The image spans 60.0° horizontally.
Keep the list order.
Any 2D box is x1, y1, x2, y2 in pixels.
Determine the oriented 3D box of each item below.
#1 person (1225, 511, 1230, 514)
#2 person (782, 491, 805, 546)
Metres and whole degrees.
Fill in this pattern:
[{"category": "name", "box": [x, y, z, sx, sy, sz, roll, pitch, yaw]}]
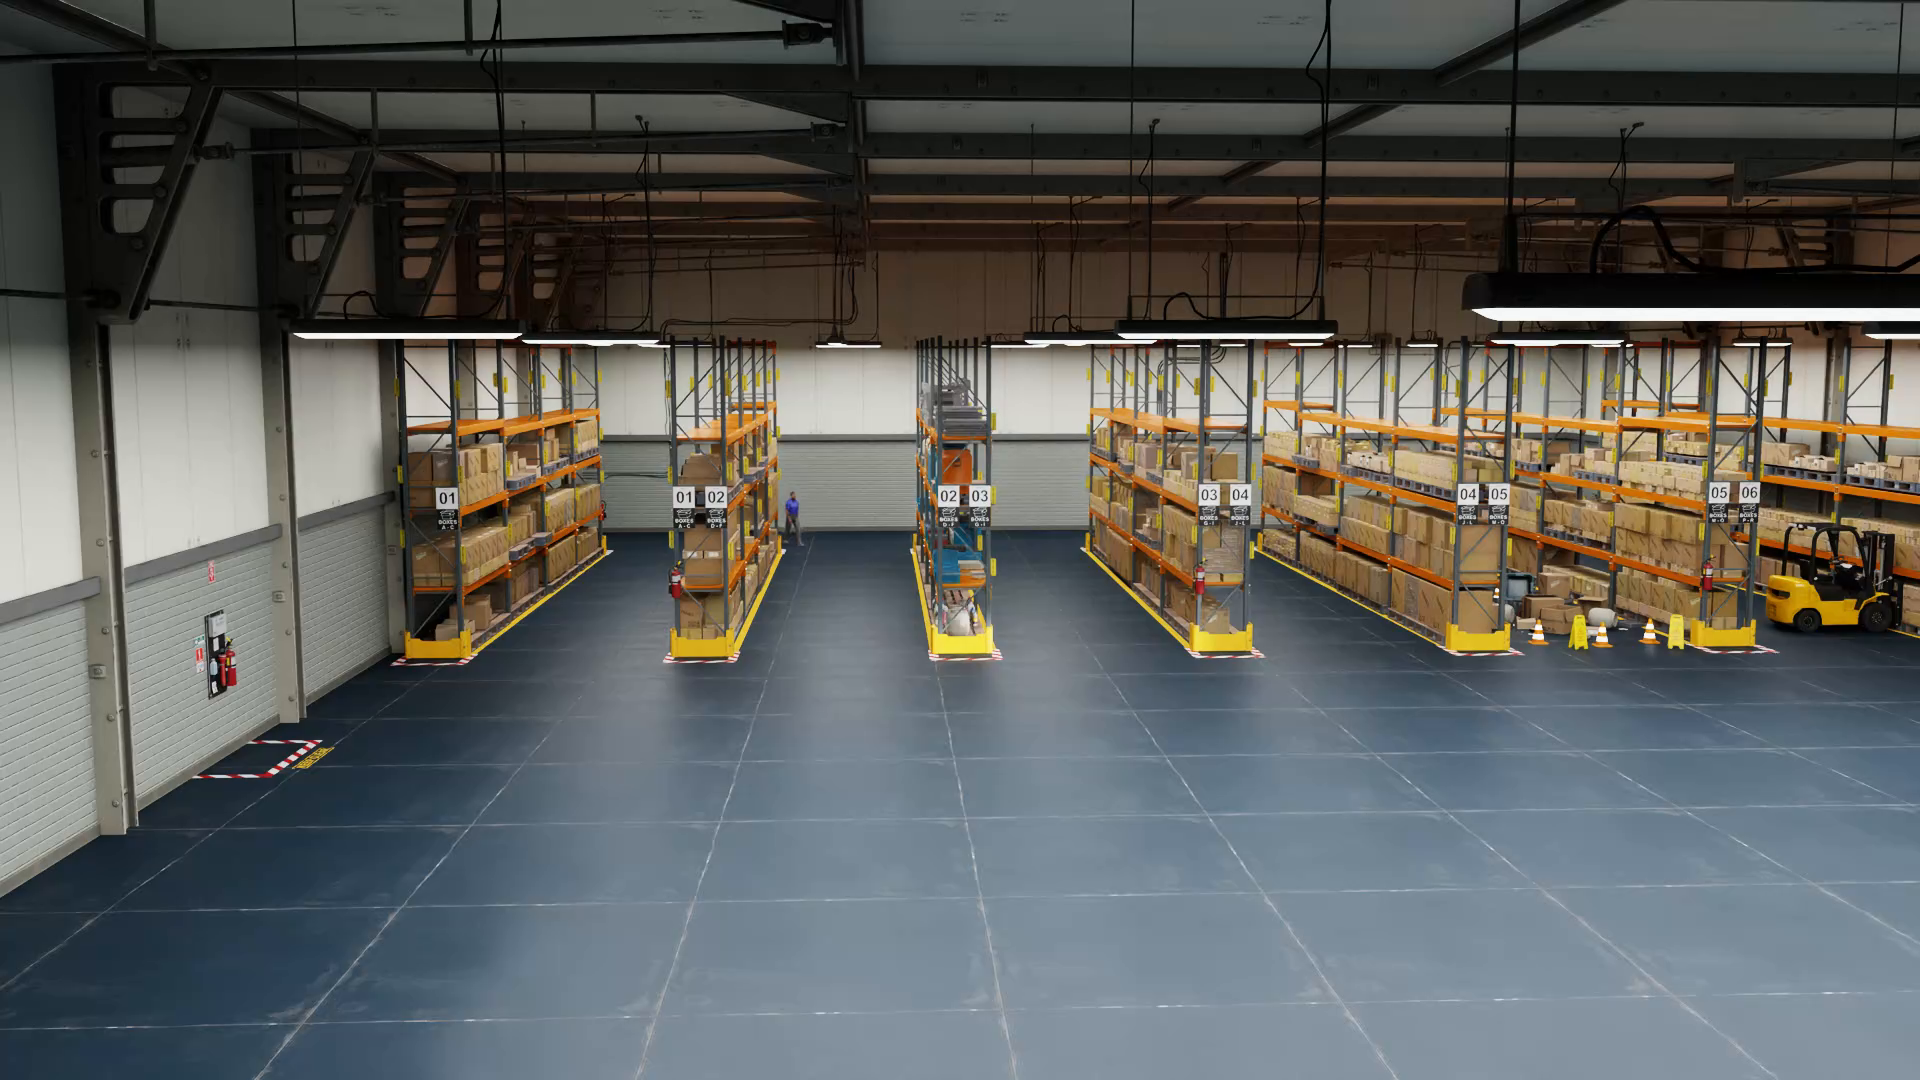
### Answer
[{"category": "person", "box": [7.474, -0.464, 47.224, 0.473, 1.607, 1.008, 0, 6, -2]}, {"category": "person", "box": [-4.904, -0.635, 48.915, 0.518, 1.605, 1.014, -4, 8, -33]}]
